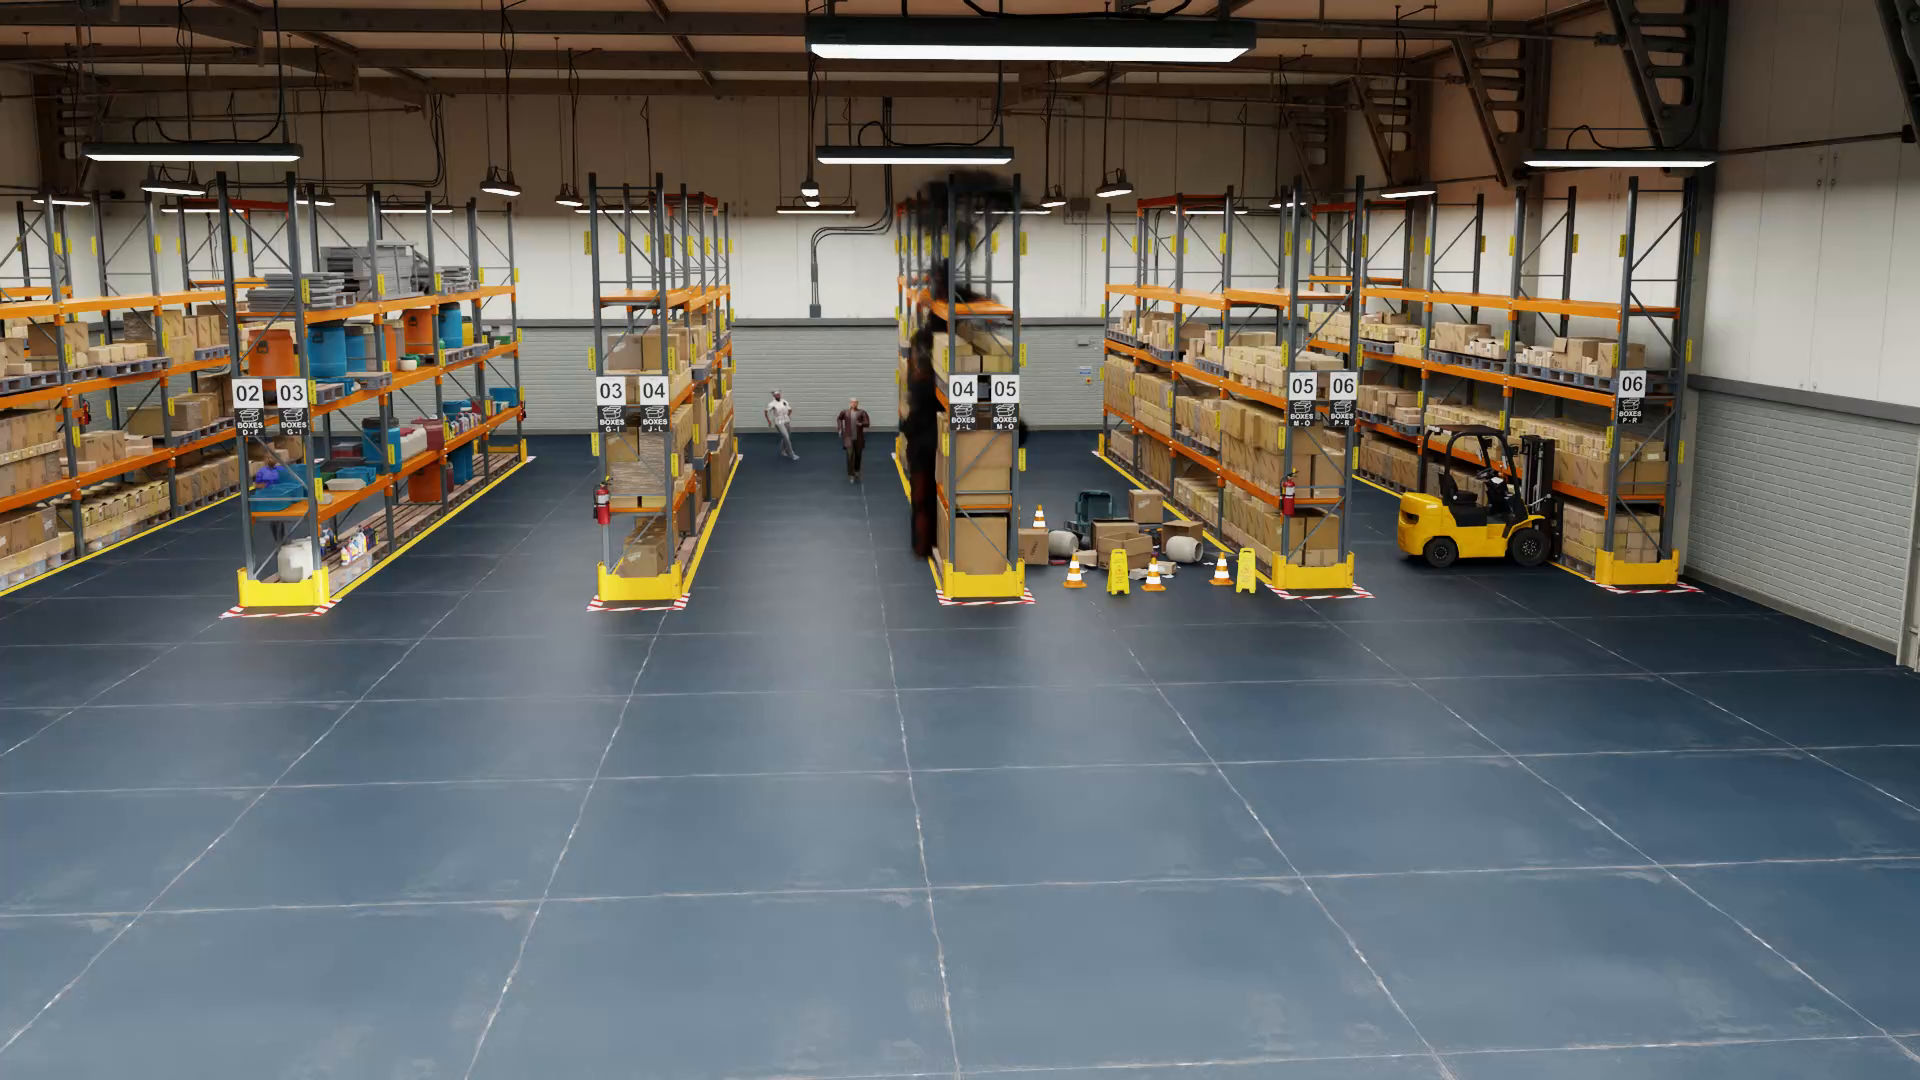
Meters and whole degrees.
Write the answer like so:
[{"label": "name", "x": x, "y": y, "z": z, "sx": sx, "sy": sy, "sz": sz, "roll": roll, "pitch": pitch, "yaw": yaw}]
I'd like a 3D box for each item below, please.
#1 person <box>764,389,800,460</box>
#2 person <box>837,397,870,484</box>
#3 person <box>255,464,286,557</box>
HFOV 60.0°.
[{"label": "person", "x": -4.190, "y": -2.759, "z": 39.425, "sx": 0.621, "sy": 1.648, "sz": 0.890, "roll": -9, "pitch": 13, "yaw": -41}, {"label": "person", "x": -2.277, "y": -2.164, "z": 35.708, "sx": 0.690, "sy": 1.803, "sz": 1.006, "roll": -1, "pitch": 10, "yaw": -7}, {"label": "person", "x": -11.285, "y": -0.505, "z": 27.380, "sx": 0.530, "sy": 1.504, "sz": 0.743, "roll": -2, "pitch": 10, "yaw": -11}]
